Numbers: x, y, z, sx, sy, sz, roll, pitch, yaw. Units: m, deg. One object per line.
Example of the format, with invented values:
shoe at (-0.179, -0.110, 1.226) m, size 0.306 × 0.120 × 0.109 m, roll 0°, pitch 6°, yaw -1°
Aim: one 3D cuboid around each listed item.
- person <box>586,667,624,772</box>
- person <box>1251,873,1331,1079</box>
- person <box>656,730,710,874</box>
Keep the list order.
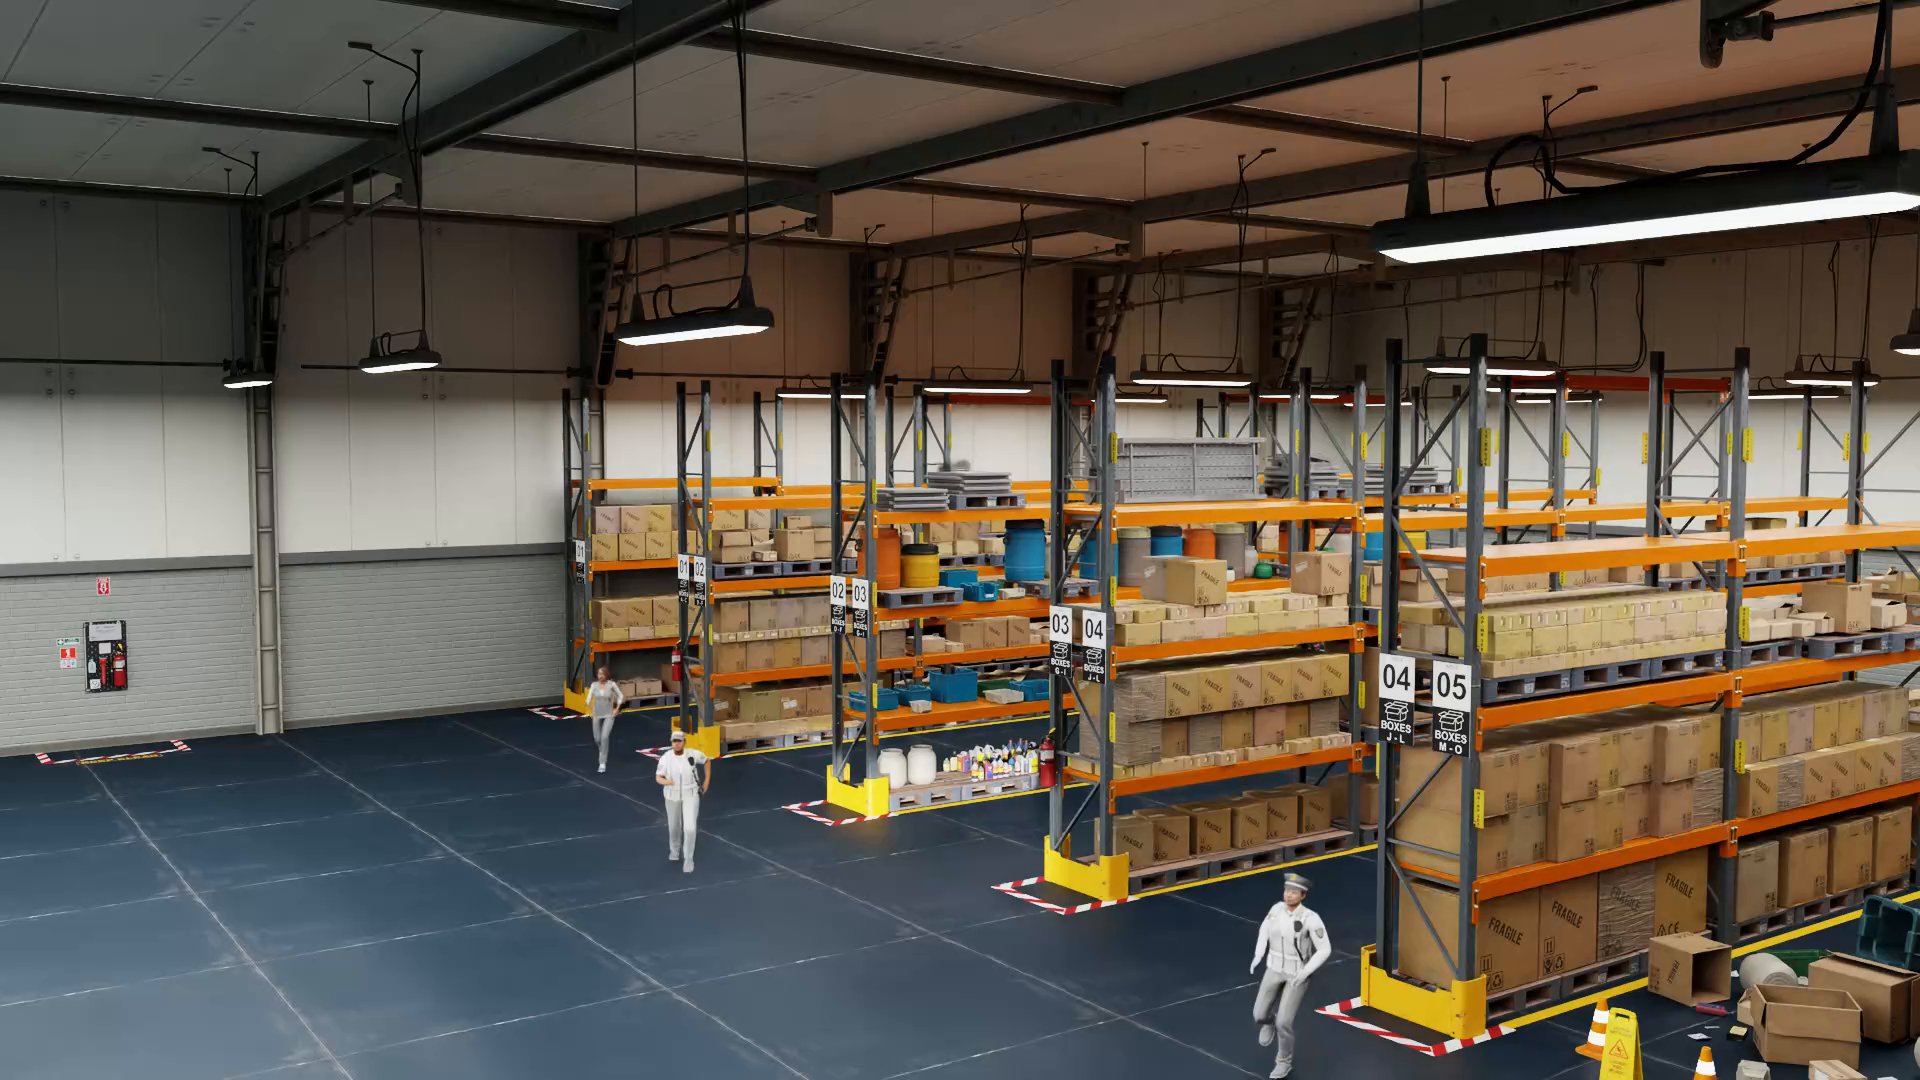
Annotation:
person at (-5.473, 2.738, 25.636) m, size 0.567 × 1.594 × 0.691 m, roll 0°, pitch 4°, yaw 0°
person at (2.673, 3.493, 13.453) m, size 0.678 × 1.650 × 0.561 m, roll 2°, pitch 4°, yaw 34°
person at (-3.276, 3.076, 19.682) m, size 0.610 × 1.687 × 0.857 m, roll 0°, pitch 4°, yaw -3°
